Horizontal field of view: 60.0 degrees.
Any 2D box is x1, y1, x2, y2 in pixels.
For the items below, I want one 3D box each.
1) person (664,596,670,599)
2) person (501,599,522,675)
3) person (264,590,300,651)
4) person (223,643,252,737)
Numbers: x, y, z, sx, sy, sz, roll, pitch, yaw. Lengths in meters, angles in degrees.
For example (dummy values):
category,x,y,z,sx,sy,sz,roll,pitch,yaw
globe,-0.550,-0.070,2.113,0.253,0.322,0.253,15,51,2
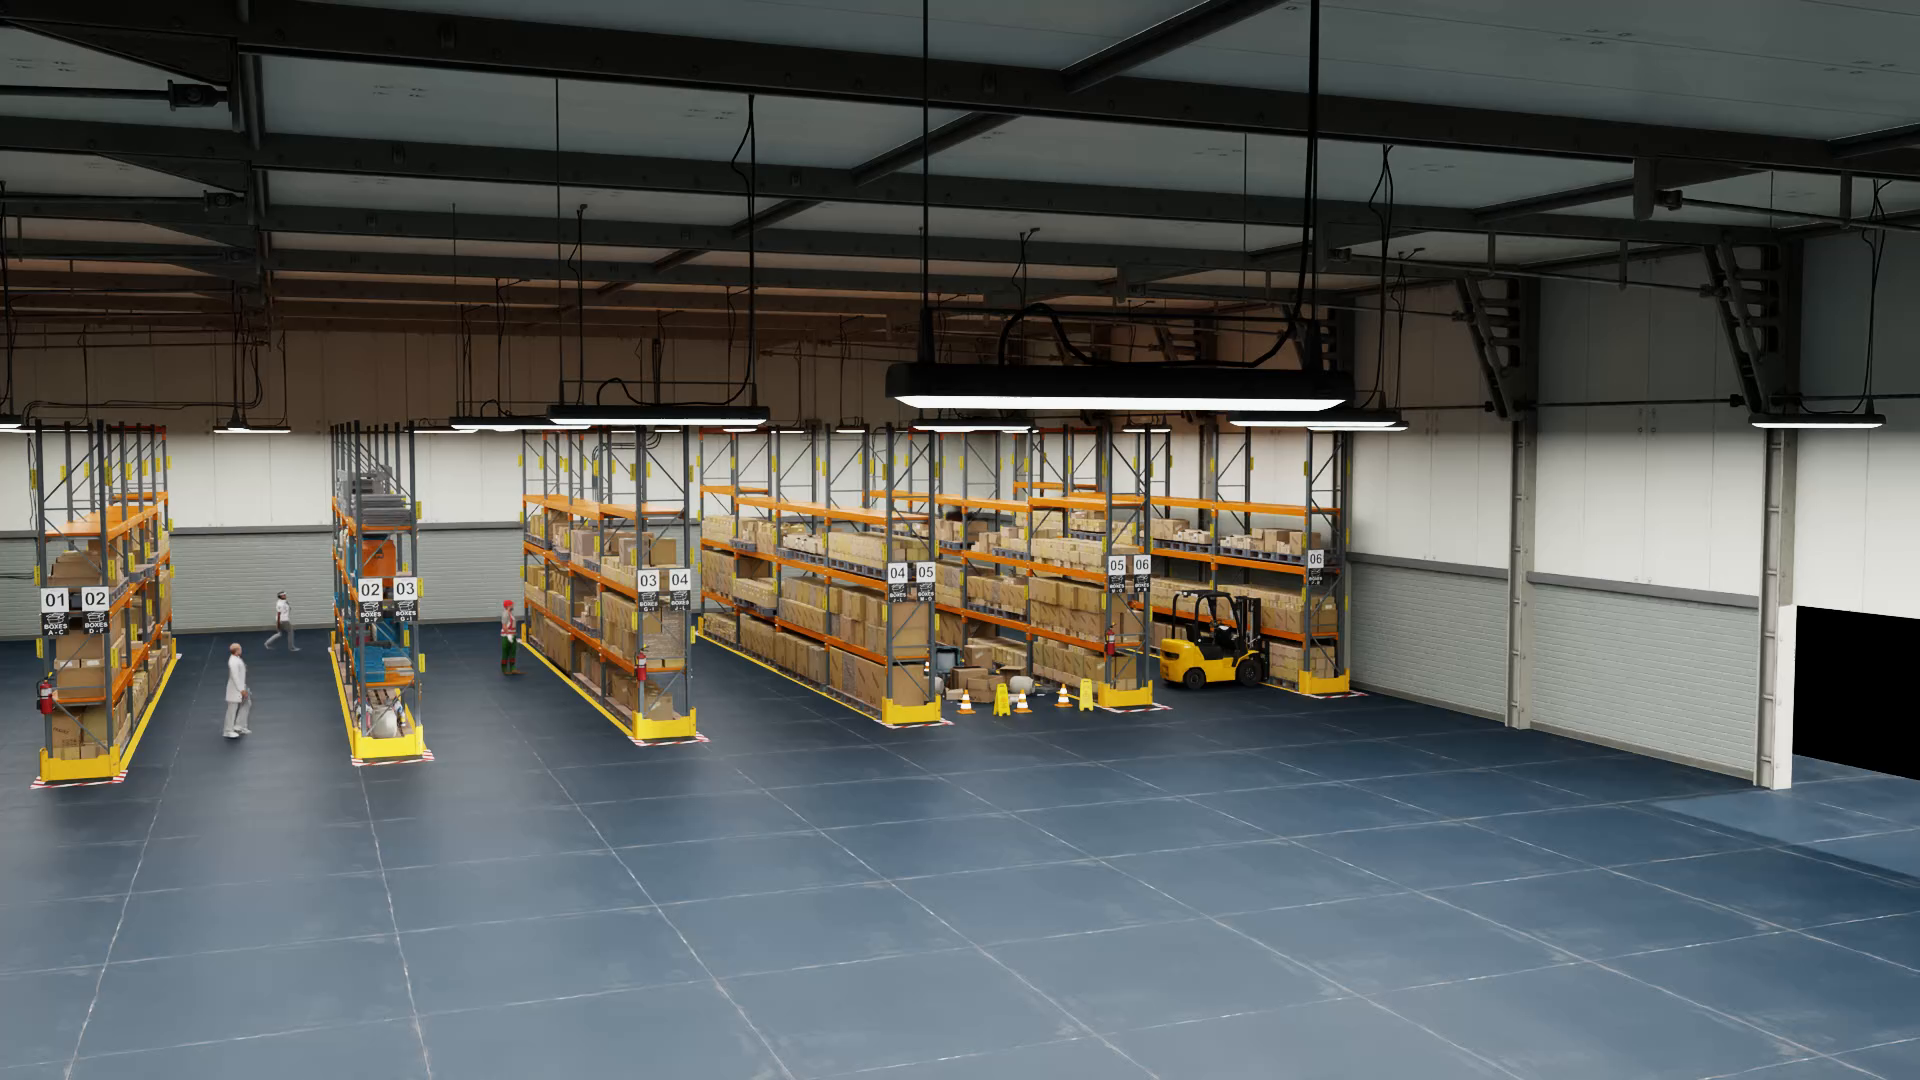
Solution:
category,x,y,z,sx,sy,sz,roll,pitch,yaw
person,-8.557,1.860,48.728,0.523,1.620,0.795,0,4,3
person,-10.802,2.333,39.966,0.480,1.806,0.595,1,4,17
person,-17.941,2.144,43.987,0.434,1.656,0.905,4,5,45
person,-13.801,2.870,31.775,0.515,1.814,0.711,-1,4,-10
